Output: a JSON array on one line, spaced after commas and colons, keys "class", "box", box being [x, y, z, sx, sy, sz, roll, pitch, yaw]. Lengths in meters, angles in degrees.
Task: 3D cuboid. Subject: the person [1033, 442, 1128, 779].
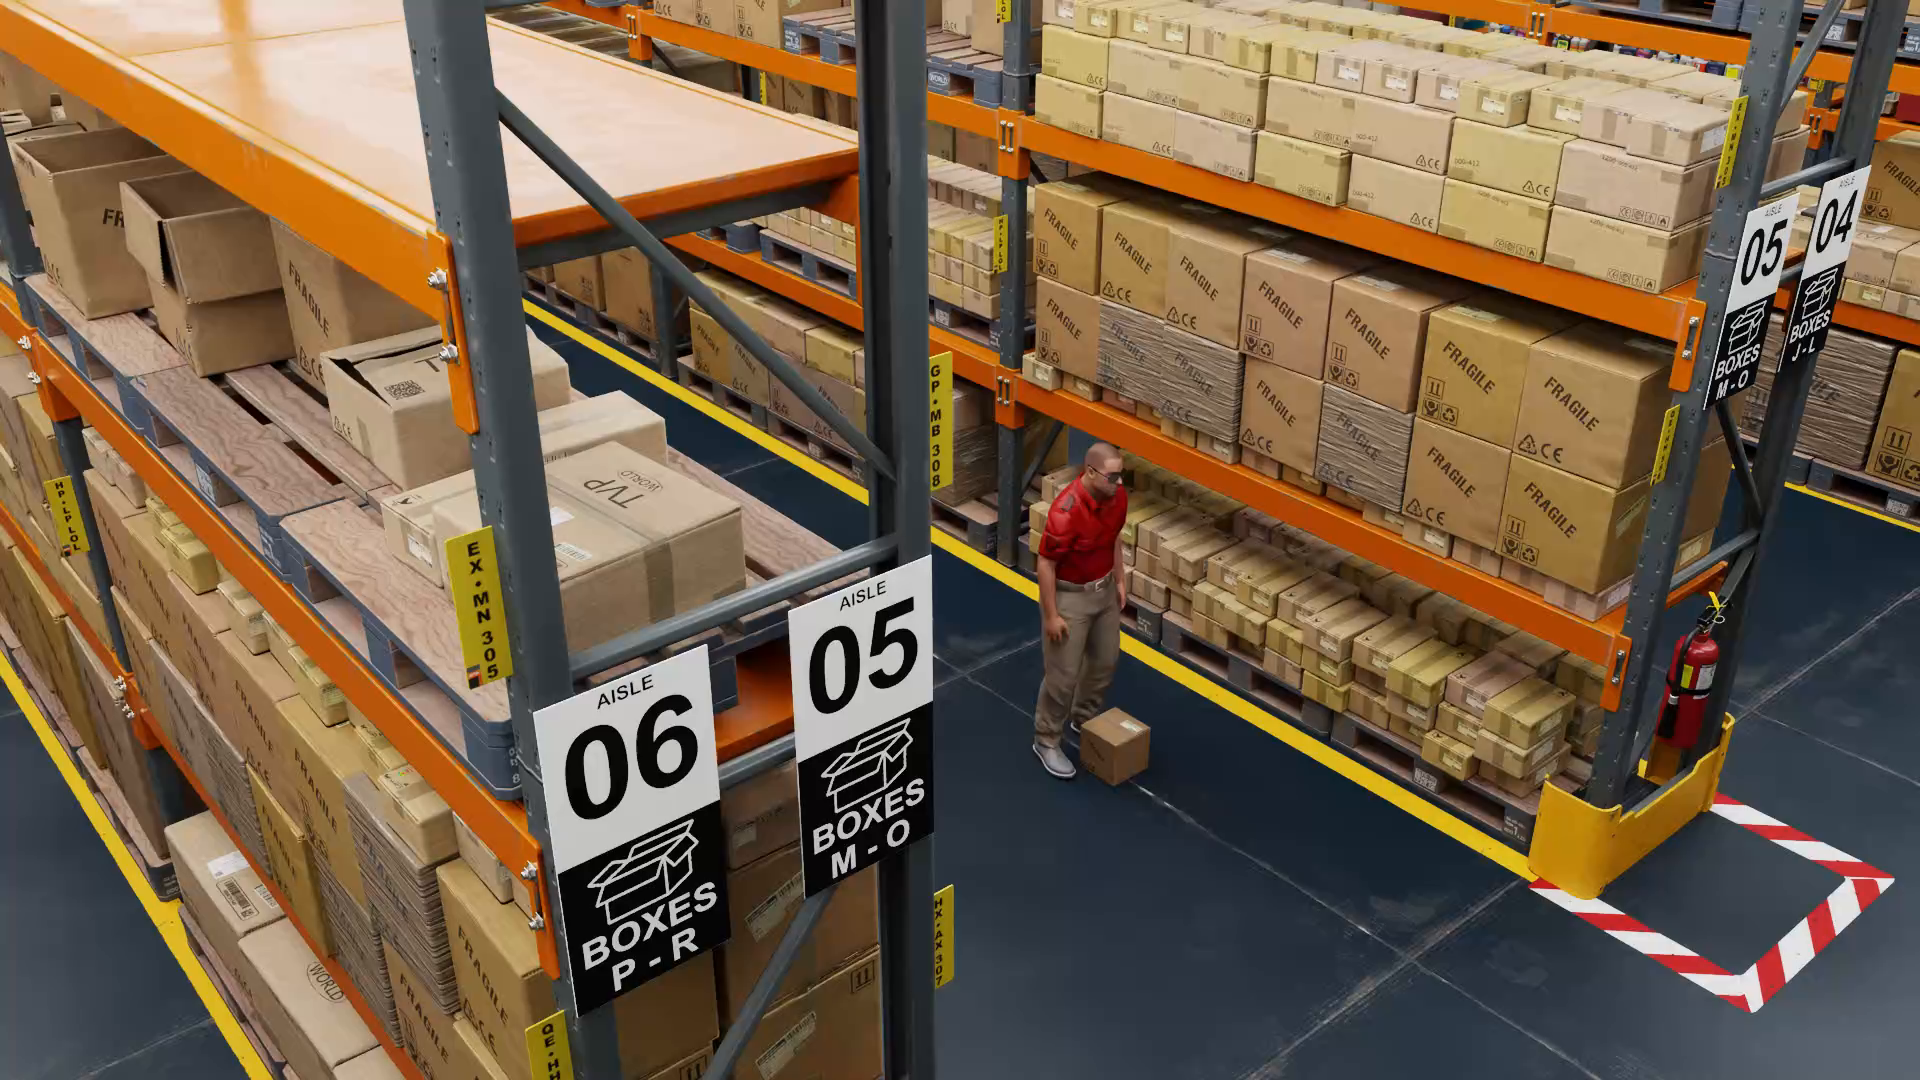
[{"class": "person", "box": [0.613, 0.303, 8.241, 0.601, 1.726, 0.394, -25, 37, -38]}]
